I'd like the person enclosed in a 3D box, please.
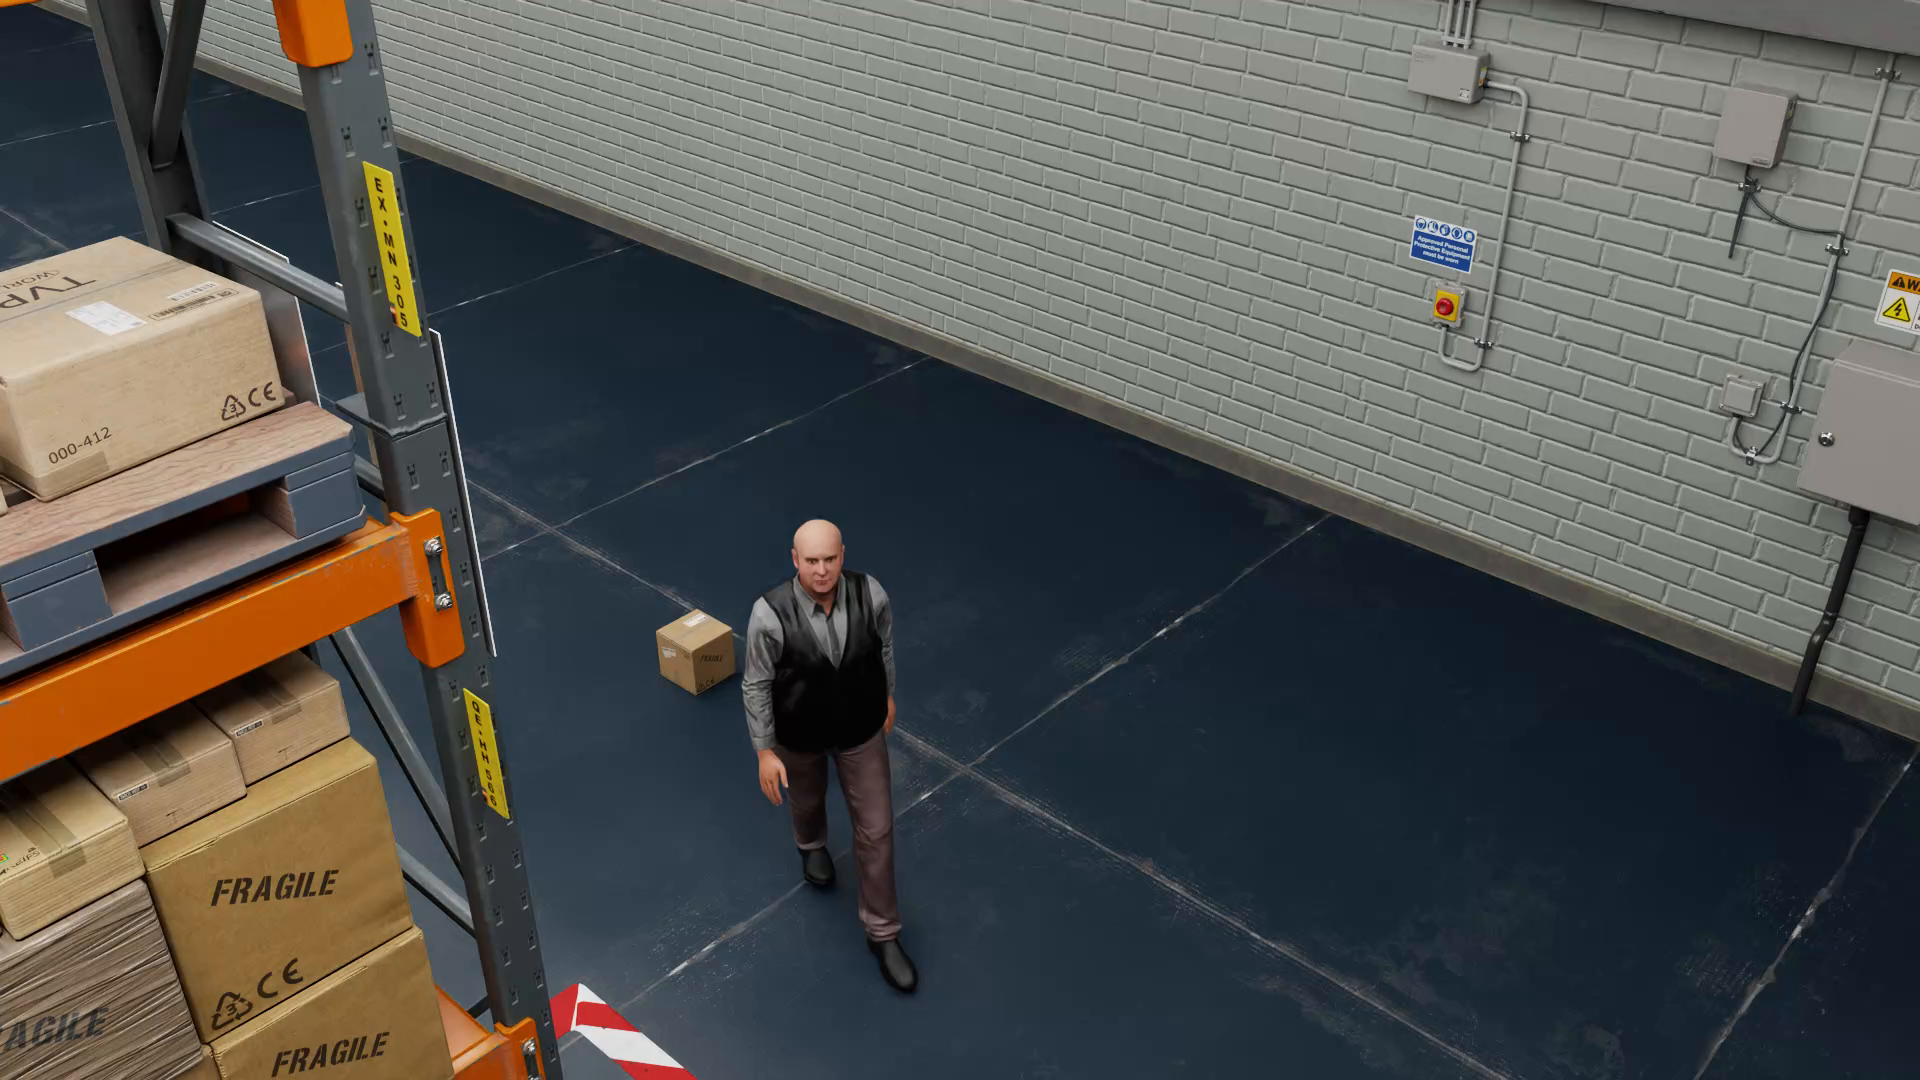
[{"bbox_3d":[-0.467,0.721,5.940,0.583,1.696,0.911,-8,32,-13],"label":"person"}]
